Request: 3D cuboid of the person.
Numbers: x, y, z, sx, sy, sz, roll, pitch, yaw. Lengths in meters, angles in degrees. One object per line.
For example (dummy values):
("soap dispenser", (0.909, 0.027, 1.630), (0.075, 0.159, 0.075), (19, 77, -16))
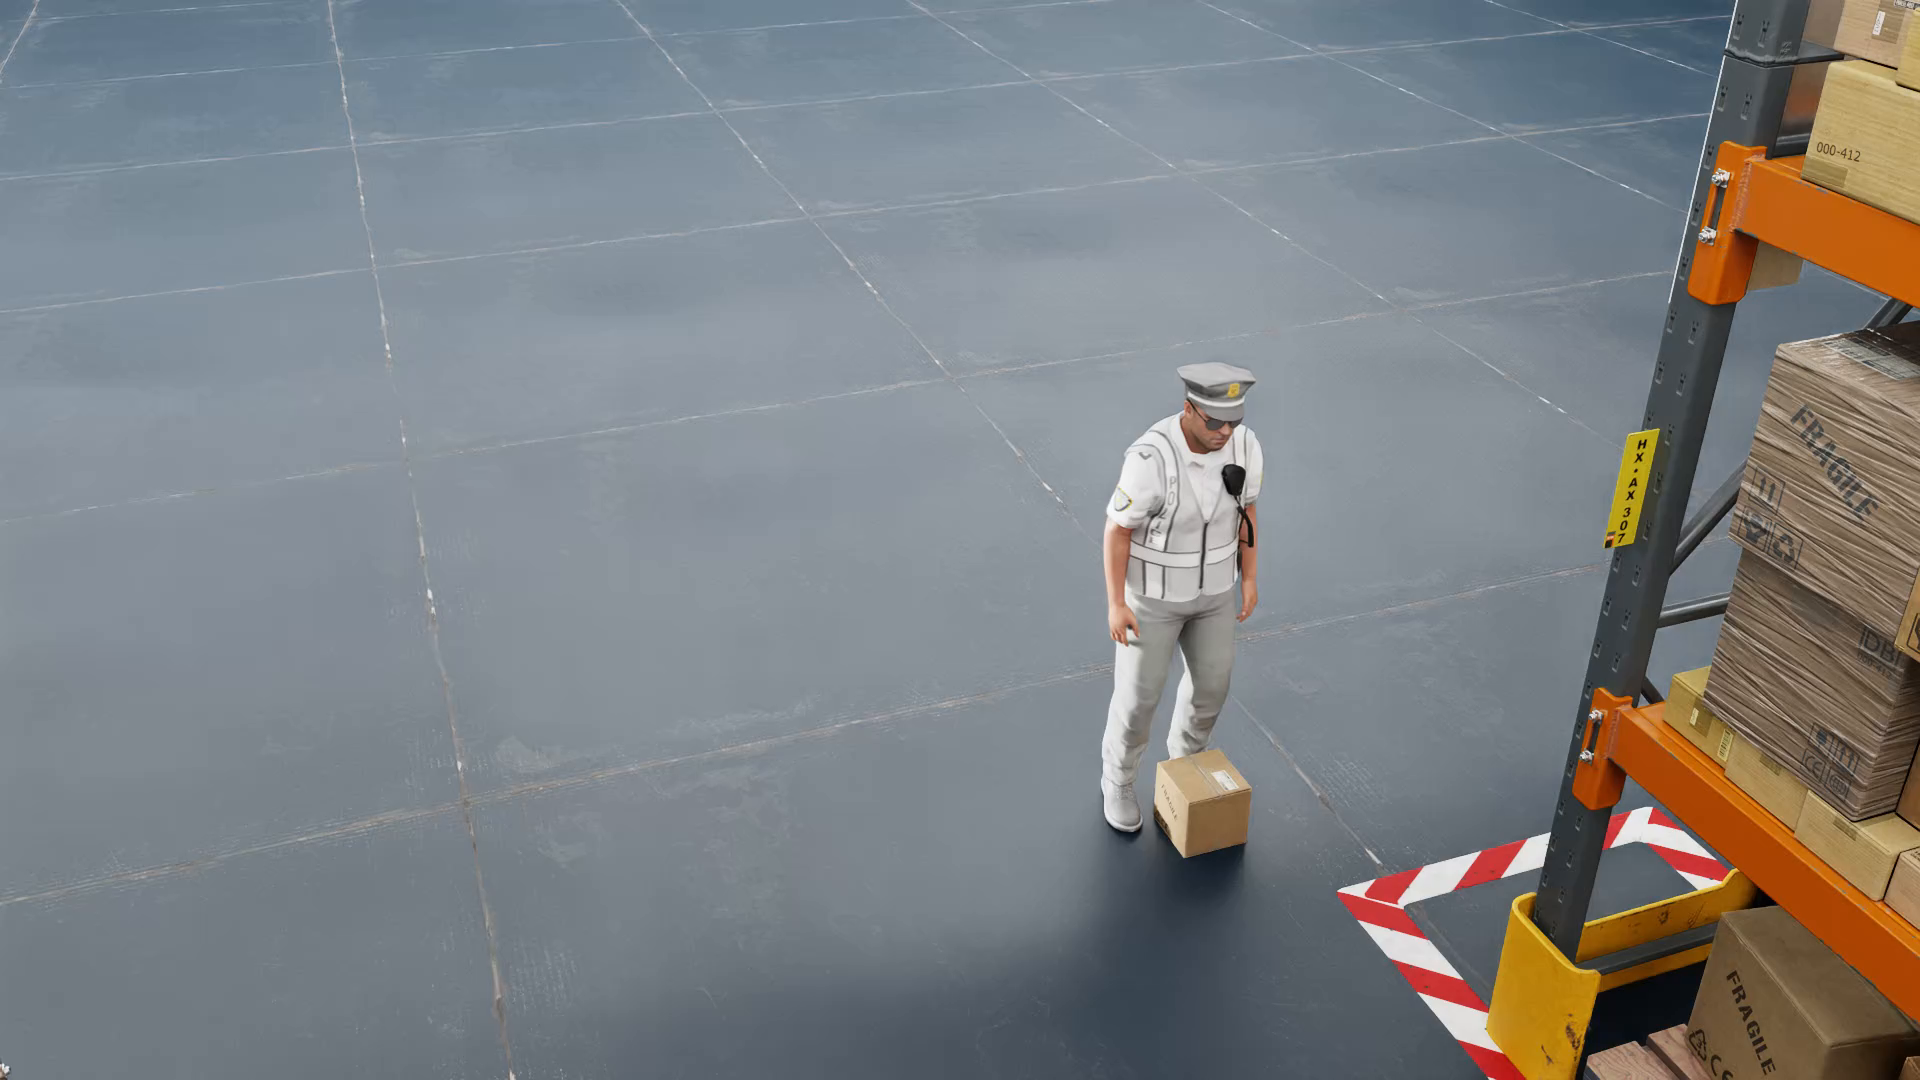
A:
("person", (0.769, 0.168, 5.826), (0.590, 1.748, 0.435), (-11, 31, -18))
